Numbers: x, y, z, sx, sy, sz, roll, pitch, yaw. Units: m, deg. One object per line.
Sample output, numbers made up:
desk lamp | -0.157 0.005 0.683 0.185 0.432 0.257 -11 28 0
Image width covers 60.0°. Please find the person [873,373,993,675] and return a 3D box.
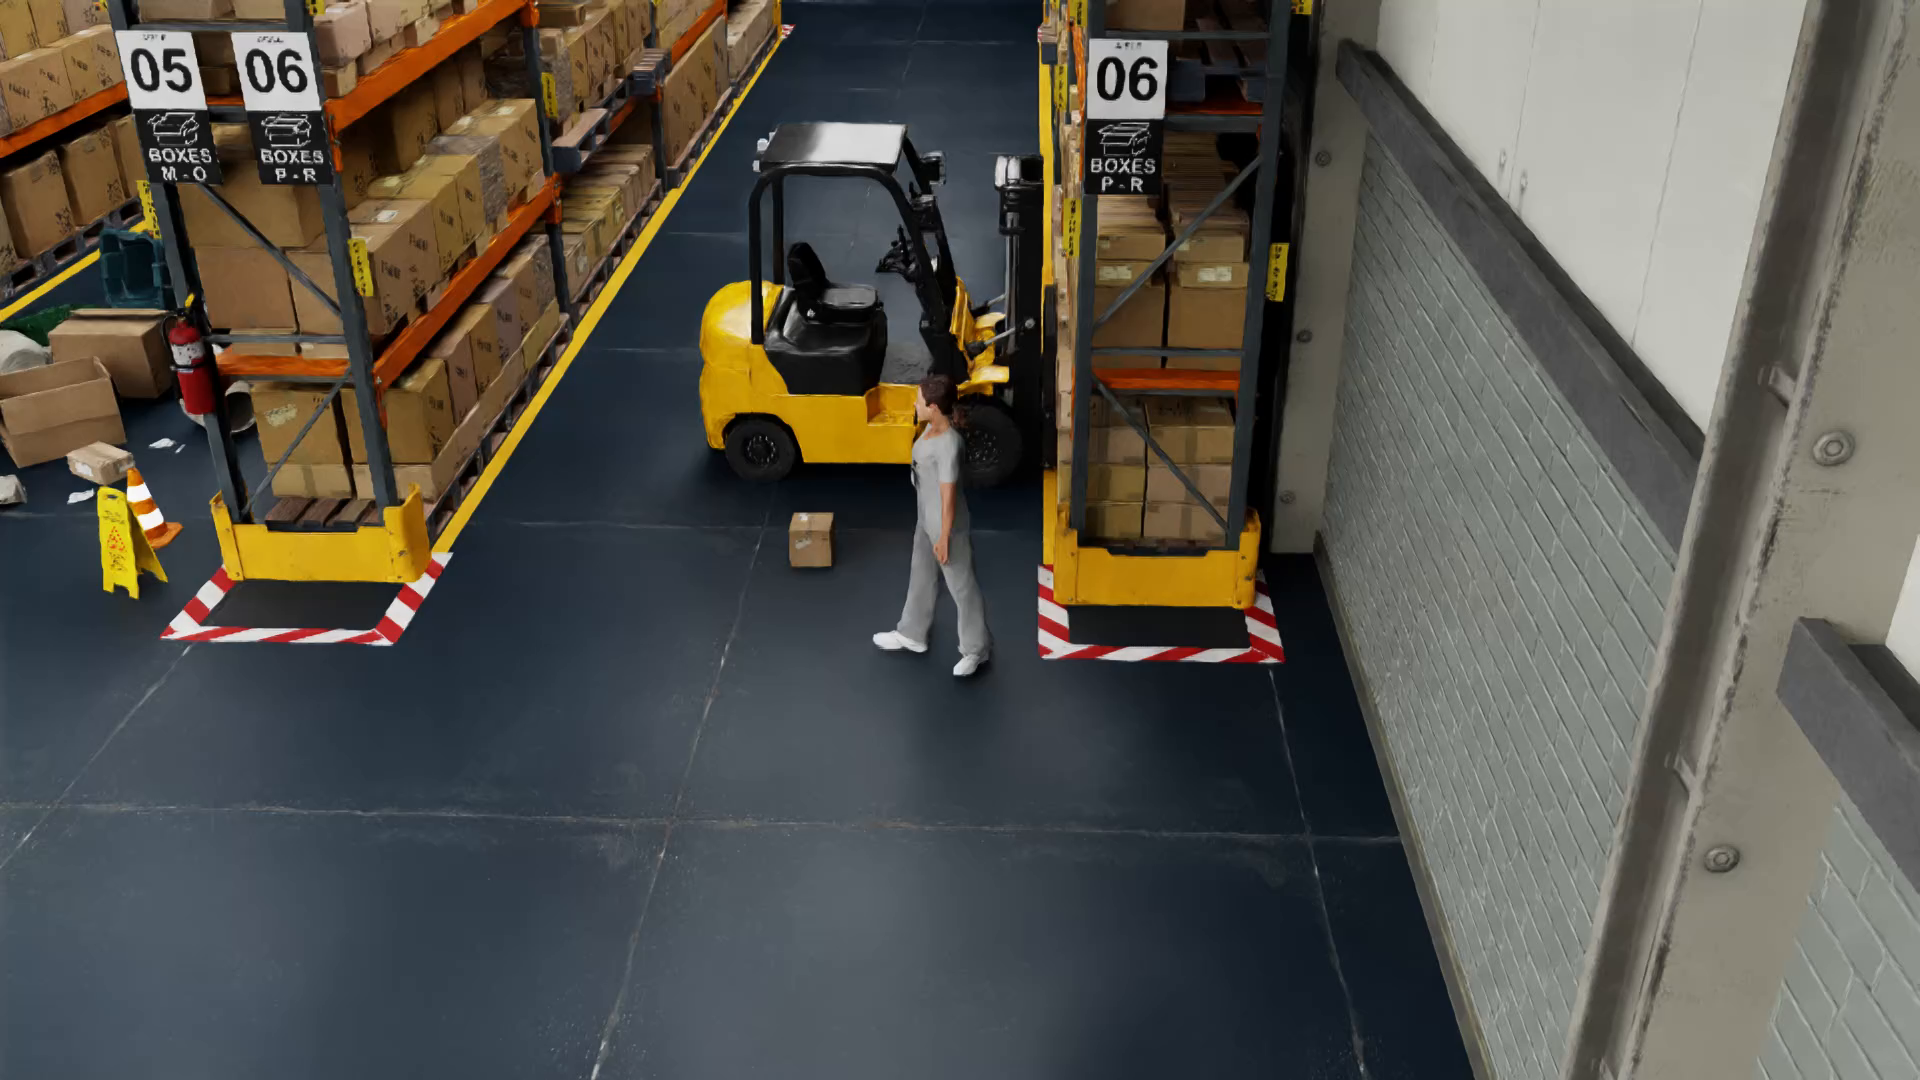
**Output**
person | -0.146 -0.101 8.789 0.619 1.665 0.576 -6 29 -11
